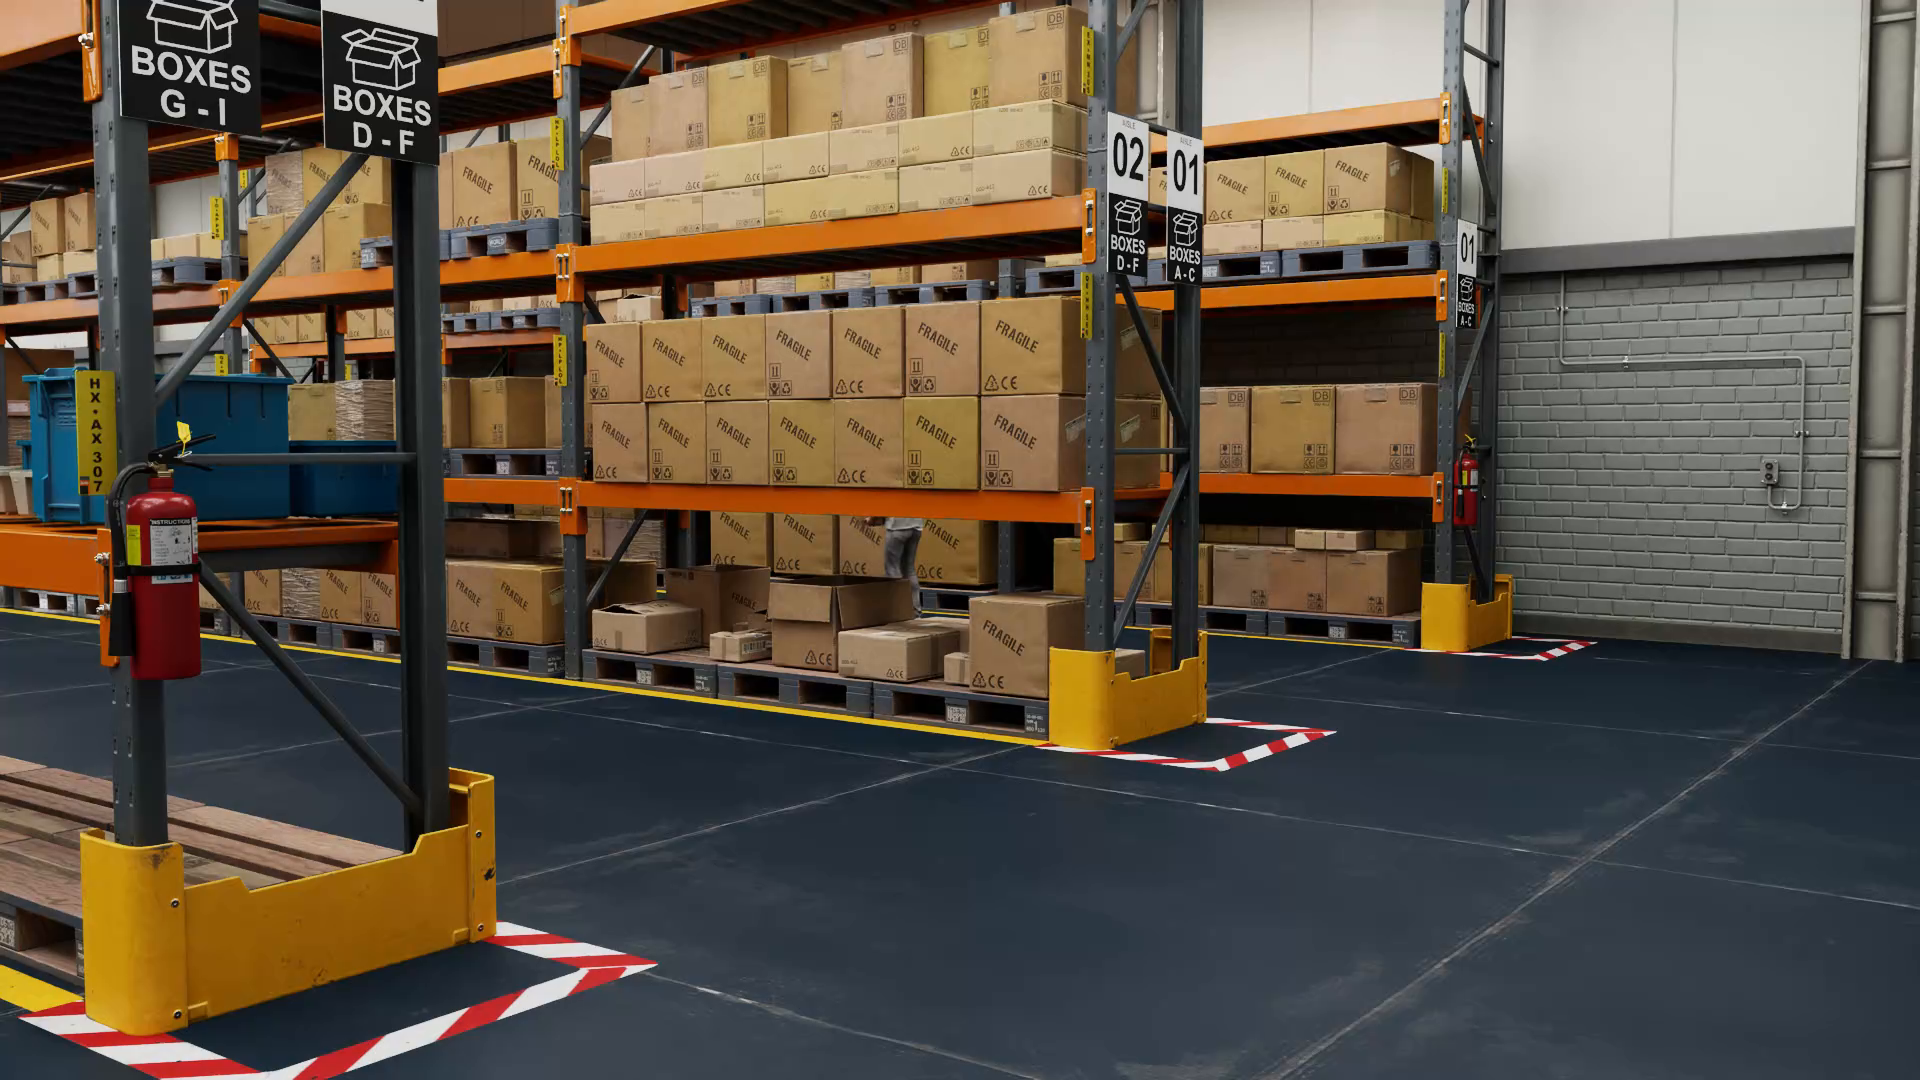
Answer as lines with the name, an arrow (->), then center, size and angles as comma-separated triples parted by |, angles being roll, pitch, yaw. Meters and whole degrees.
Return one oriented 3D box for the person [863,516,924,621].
person -> -0.557, -0.081, 14.246 | 0.492, 1.594, 0.419 | 3, 4, 37
